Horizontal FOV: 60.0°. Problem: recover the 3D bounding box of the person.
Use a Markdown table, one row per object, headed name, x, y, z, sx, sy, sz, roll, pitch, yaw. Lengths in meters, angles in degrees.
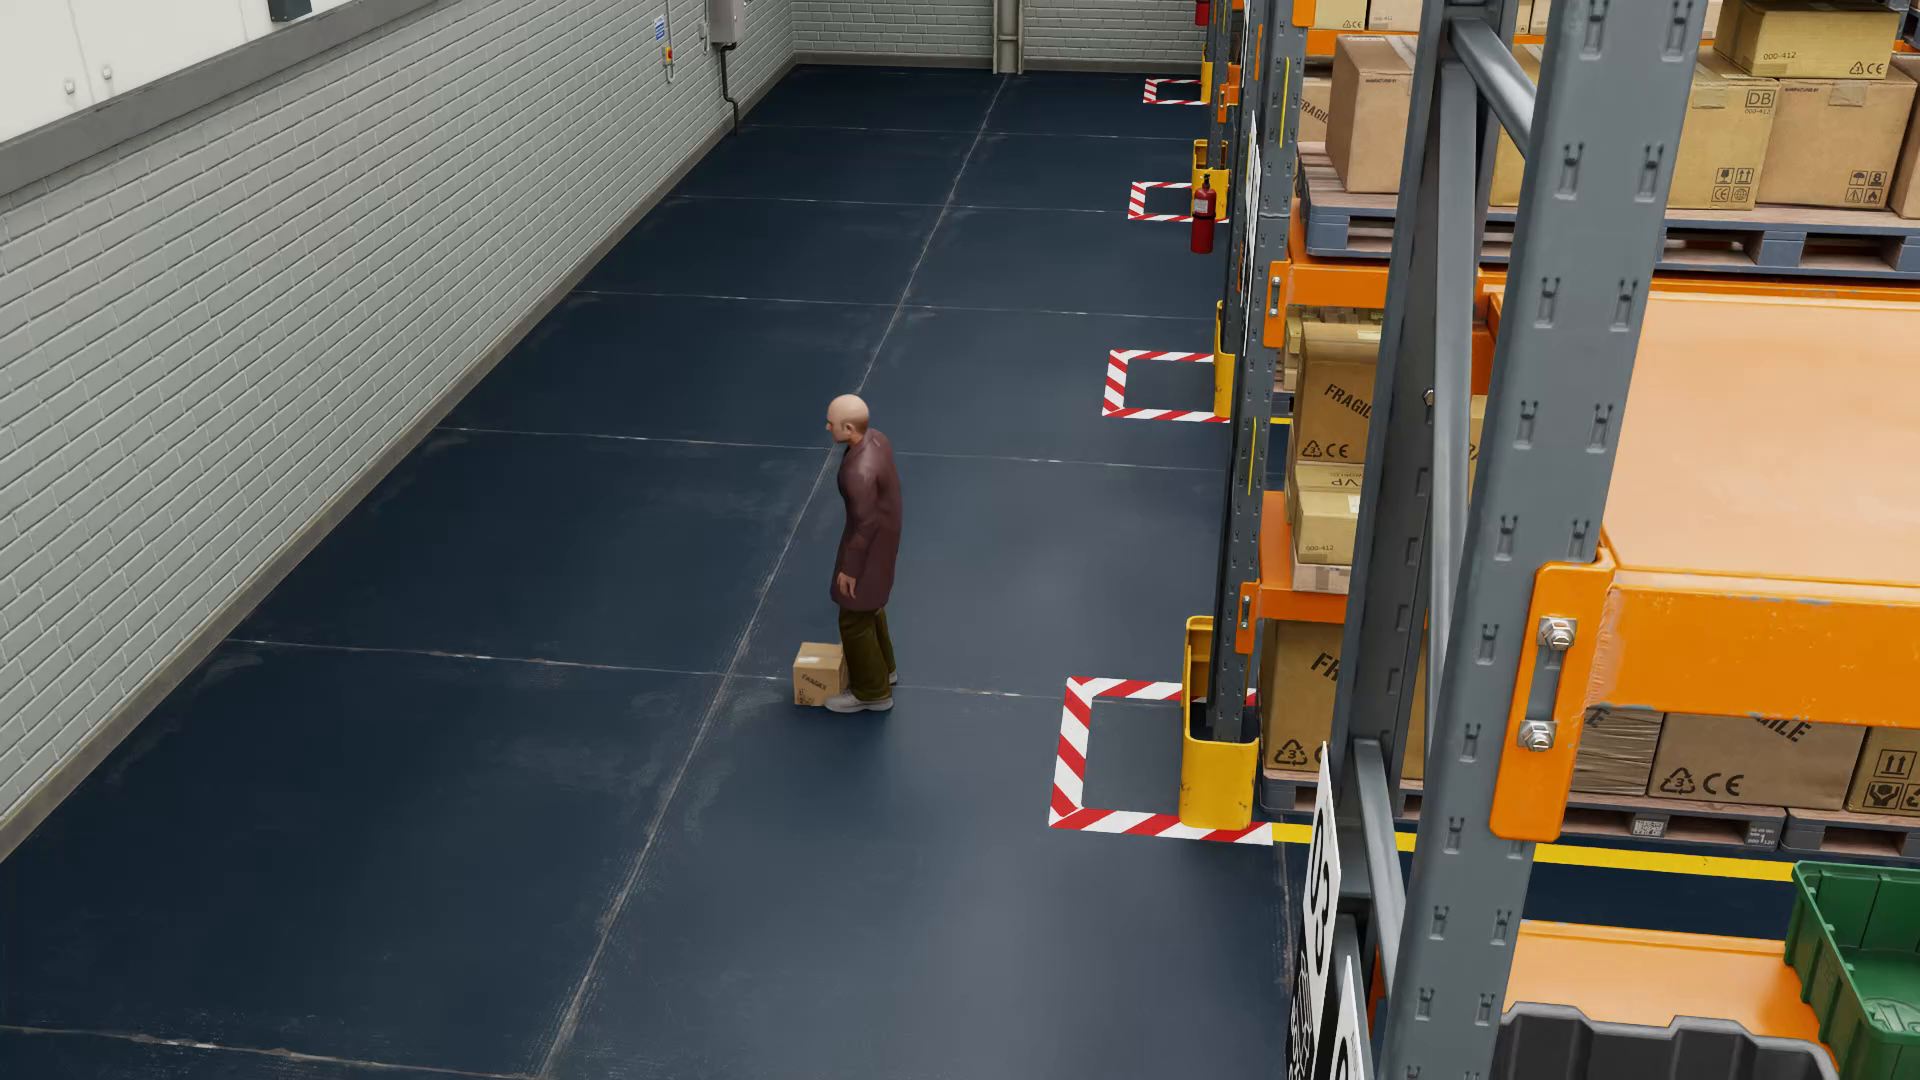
| name | x | y | z | sx | sy | sz | roll | pitch | yaw |
| --- | --- | --- | --- | --- | --- | --- | --- | --- | --- |
| person | -0.509 | 0.078 | 8.647 | 0.426 | 1.741 | 0.622 | 2 | 28 | 4 |
